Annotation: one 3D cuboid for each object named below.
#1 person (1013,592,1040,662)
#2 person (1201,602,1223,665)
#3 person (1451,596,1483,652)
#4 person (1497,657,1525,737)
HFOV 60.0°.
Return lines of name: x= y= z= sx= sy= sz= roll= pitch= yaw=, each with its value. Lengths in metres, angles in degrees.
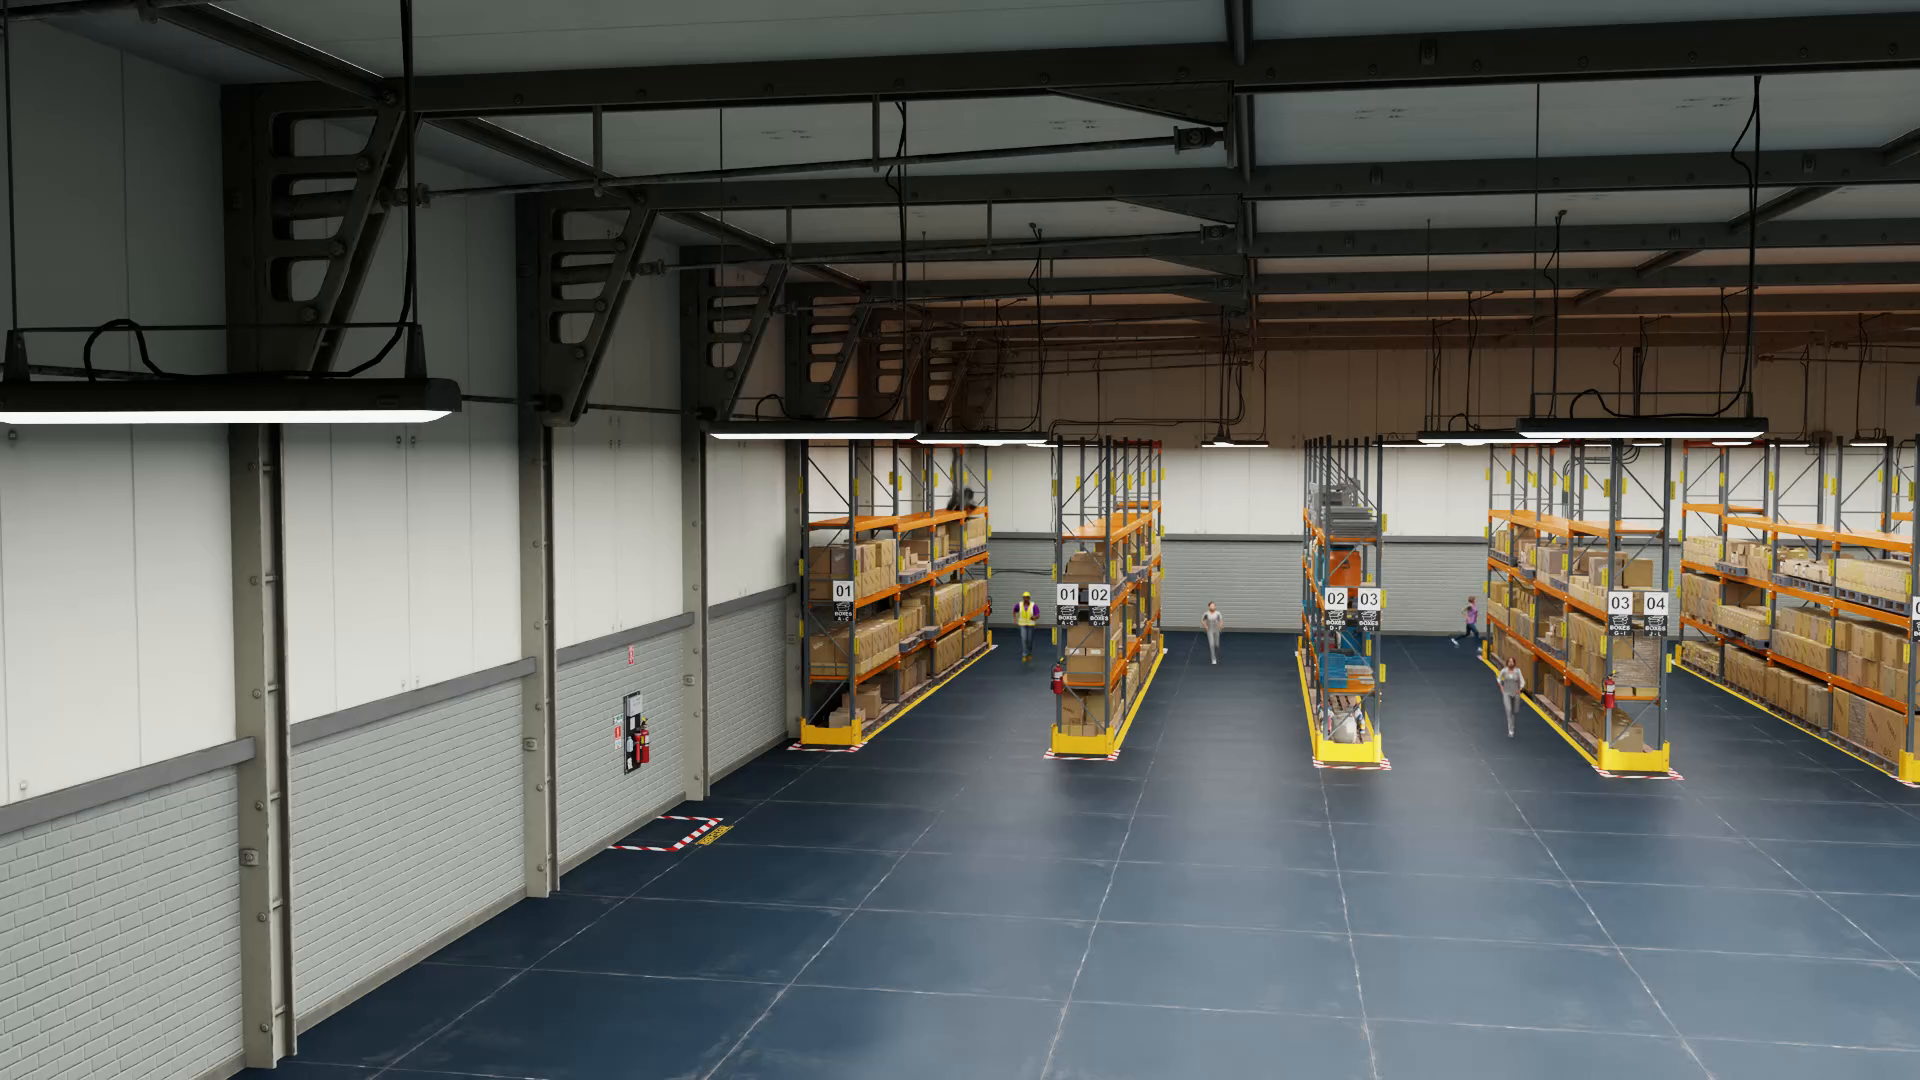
person: x=1.717 y=2.243 z=43.025 sx=0.698 sy=1.807 sz=0.816 roll=0 pitch=3 yaw=3
person: x=6.770 y=2.479 z=44.626 sx=0.578 sy=1.653 sz=0.814 roll=0 pitch=3 yaw=0
person: x=14.501 y=2.376 z=47.318 sx=1.027 sy=1.603 sz=0.506 roll=2 pitch=4 yaw=29
person: x=11.127 y=3.143 z=33.589 sx=0.519 sy=1.579 sz=0.929 roll=1 pitch=3 yaw=10
